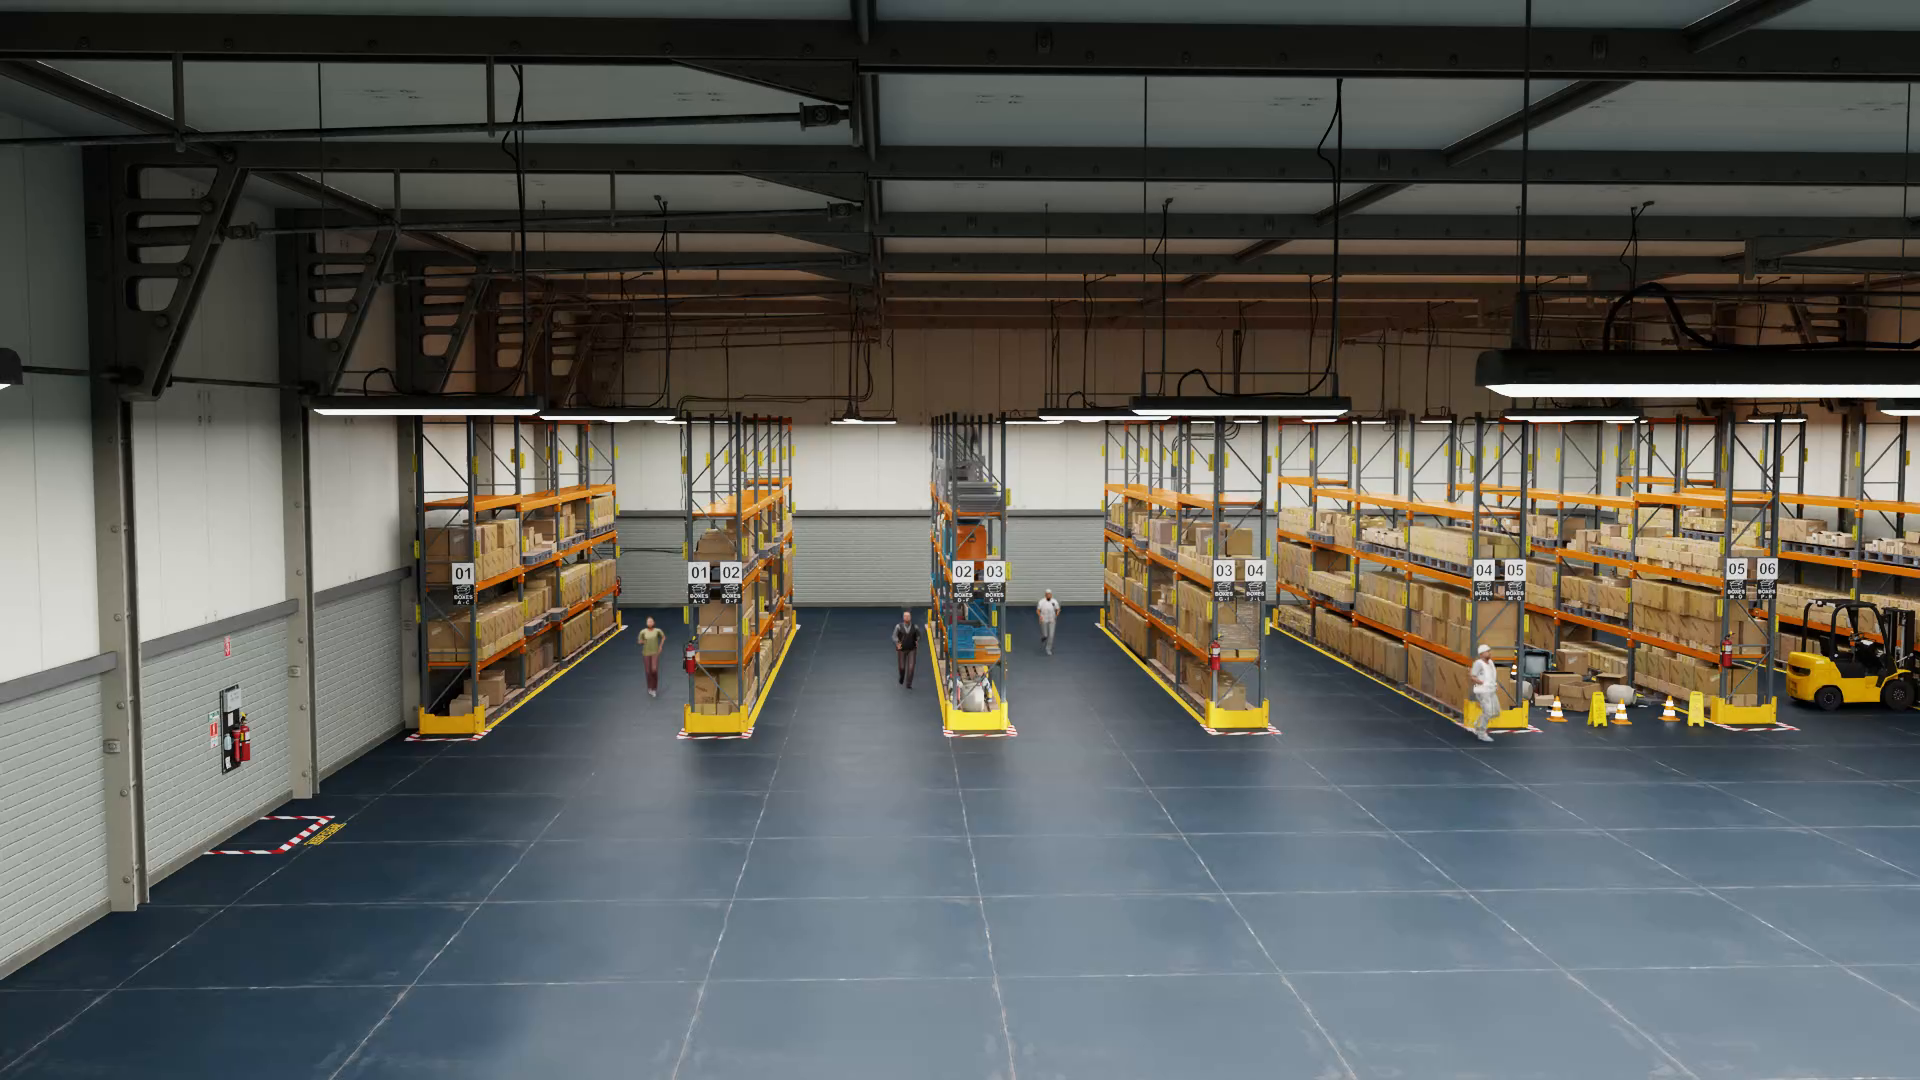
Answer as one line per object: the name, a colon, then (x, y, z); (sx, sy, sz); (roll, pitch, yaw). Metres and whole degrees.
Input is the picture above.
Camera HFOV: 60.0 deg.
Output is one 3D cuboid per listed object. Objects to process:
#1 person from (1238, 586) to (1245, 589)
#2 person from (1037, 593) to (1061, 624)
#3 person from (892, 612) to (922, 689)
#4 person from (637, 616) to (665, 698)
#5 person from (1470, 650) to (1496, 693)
person: (7.830, 1.341, 46.175); (0.696, 1.121, 0.635); (0, 4, 1)
person: (2.249, 1.692, 41.922); (0.598, 0.829, 0.493); (0, 4, -3)
person: (-1.148, 2.411, 36.360); (0.657, 1.673, 0.607); (0, 4, -5)
person: (-6.574, 2.478, 35.371); (0.559, 1.717, 0.698); (0, 4, -3)
person: (9.649, 2.414, 30.353); (0.735, 0.773, 0.497); (-4, 5, -45)
